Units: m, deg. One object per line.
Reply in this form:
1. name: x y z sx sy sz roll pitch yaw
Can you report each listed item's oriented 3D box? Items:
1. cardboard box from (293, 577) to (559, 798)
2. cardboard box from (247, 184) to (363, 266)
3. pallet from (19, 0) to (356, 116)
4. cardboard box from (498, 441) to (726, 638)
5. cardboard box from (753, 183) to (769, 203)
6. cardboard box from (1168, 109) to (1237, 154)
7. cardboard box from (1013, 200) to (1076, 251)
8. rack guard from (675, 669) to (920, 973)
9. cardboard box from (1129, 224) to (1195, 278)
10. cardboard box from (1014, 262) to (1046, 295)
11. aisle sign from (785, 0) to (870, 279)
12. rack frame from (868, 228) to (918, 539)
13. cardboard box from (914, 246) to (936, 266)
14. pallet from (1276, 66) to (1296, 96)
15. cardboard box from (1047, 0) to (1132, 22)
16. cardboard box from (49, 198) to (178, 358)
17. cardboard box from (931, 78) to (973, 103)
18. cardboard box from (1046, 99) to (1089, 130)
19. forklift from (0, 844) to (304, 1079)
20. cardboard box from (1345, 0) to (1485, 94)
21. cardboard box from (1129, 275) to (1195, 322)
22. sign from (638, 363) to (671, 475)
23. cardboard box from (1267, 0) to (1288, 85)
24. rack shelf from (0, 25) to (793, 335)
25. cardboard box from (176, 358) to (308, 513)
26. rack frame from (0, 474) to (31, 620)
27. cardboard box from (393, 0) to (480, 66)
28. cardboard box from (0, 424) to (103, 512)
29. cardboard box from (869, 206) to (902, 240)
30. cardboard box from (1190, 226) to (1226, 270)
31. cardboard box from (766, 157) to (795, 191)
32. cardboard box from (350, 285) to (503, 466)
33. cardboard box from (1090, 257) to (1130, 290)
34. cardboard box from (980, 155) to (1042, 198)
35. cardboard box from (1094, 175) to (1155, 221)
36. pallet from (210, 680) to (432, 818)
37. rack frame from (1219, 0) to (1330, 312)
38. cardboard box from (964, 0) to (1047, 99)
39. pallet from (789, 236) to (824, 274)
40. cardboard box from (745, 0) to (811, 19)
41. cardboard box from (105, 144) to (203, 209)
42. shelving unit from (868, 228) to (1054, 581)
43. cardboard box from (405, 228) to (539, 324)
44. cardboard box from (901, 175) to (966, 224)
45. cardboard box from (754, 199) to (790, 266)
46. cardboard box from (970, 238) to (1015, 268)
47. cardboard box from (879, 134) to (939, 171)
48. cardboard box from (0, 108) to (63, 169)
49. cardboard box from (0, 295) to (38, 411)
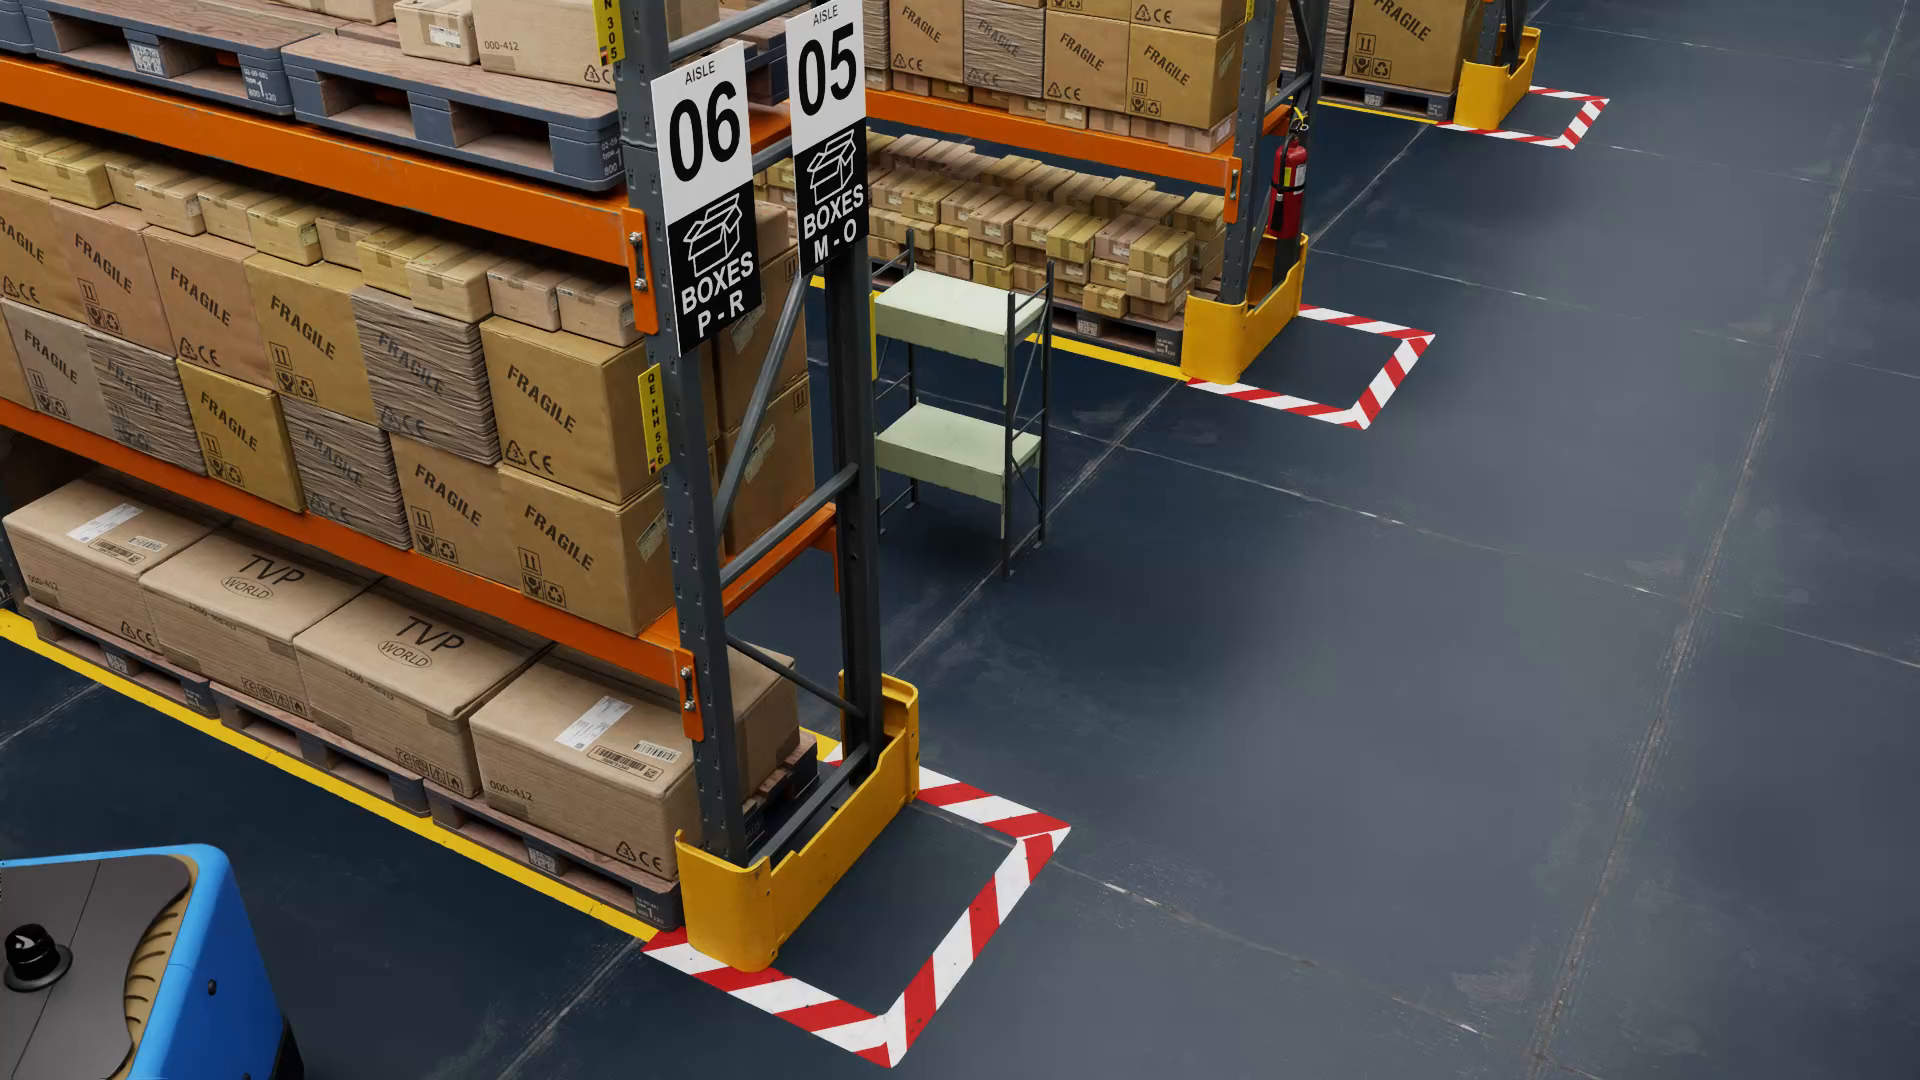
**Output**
1. cardboard box: -2.021 0.486 6.747 0.875 0.438 0.875 19 38 26
2. cardboard box: -2.145 -1.080 5.587 0.250 0.149 0.380 19 38 26
3. pallet: -2.312 -1.771 5.576 1.213 0.211 1.003 18 37 24
4. cardboard box: -1.149 -0.072 5.561 0.500 0.500 0.500 18 38 25
5. cardboard box: -1.284 -2.367 11.023 0.250 0.149 0.380 18 38 25
6. cardboard box: 1.346 -2.284 9.200 0.250 0.149 0.380 18 38 24
7. cardboard box: 0.513 -1.903 10.058 0.250 0.149 0.380 16 37 23
8. rack guard: -0.578 1.022 6.264 0.348 0.500 1.175 18 37 24
9. cardboard box: 1.184 -1.694 9.744 0.250 0.149 0.380 18 38 25
10. cardboard box: 0.528 -1.665 10.237 0.250 0.149 0.380 18 38 25
11. aisle sign: -0.393 -1.227 5.040 0.004 0.787 0.394 18 37 24
12. rack frame: -0.324 -0.727 7.988 0.023 1.500 0.400 18 37 24
13. cardboard box: -0.134 -1.896 10.584 0.250 0.149 0.380 19 38 26
14. pallet: 2.530 -4.151 14.294 1.213 0.211 1.003 18 37 24
15. cardboard box: 0.808 -3.162 9.031 0.500 0.500 0.500 16 37 23
16. cardboard box: -2.904 -1.047 6.124 0.500 0.500 0.500 18 38 25
17. cardboard box: 0.033 -2.746 9.893 0.250 0.149 0.380 18 38 25
18. cardboard box: 0.690 -2.491 9.511 0.250 0.149 0.380 19 38 26
19. forklift: -3.606 0.943 4.190 3.031 2.935 1.130 -4 34 -6
20. cardboard box: 3.723 -4.222 13.422 0.875 0.875 0.875 18 37 24
21. cardboard box: 1.209 -1.467 9.941 0.250 0.149 0.380 18 38 25
22. sign: -0.881 -0.348 4.808 0.005 0.325 0.100 18 37 24
23. cardboard box: 1.516 -2.857 9.475 0.500 0.500 0.500 19 38 27
24. rack shelf: -2.336 -1.524 5.775 4.000 0.370 1.077 18 37 24
25. cardboard box: -2.484 -0.490 6.189 0.500 0.500 0.500 19 38 26
26. rack frame: -4.072 -1.125 7.233 0.127 3.000 1.000 18 37 24
27. cardboard box: -1.438 -1.543 4.911 0.250 0.149 0.380 15 36 21
28. cardboard box: -4.650 -0.547 7.904 0.875 0.875 0.875 19 38 26
29. cardboard box: -0.406 -2.055 10.554 0.250 0.149 0.380 17 37 24
30. cardboard box: 1.442 -1.814 10.193 0.250 0.149 0.380 19 38 26
31. cardboard box: -1.054 -2.426 10.843 0.250 0.149 0.380 17 37 24
32. cardboard box: -1.604 -0.630 5.498 0.500 0.500 0.500 18 38 25
33. cardboard box: 0.969 -1.652 9.950 0.250 0.149 0.380 17 37 23
34. cardboard box: 0.330 -2.331 10.700 0.250 0.149 0.380 18 38 25
35. cardboard box: 1.029 -2.127 10.394 0.250 0.149 0.380 17 37 24
36. pallet: -2.387 0.617 7.132 1.213 0.211 1.003 18 37 24
37. rack frame: 1.769 -2.435 9.200 0.127 3.000 1.000 18 37 24
38. cardboard box: 0.362 -2.879 9.508 0.500 0.500 0.500 18 38 25
39. pallet: -1.103 -2.207 11.373 1.213 0.211 1.003 18 37 24
40. cardboard box: -0.966 -3.310 10.156 0.500 0.500 0.500 18 37 24
41. cardboard box: -2.793 -1.314 5.939 0.250 0.149 0.380 17 37 24
42. shelving unit: -0.006 -0.626 7.837 0.755 1.500 0.431 18 37 24
43. cardboard box: -1.508 -0.844 5.233 0.250 0.149 0.380 17 37 24
44. cardboard box: -0.163 -2.134 10.405 0.250 0.149 0.380 18 38 25
45. cardboard box: -0.770 -0.984 5.443 0.250 0.149 0.380 18 38 25
46. cardboard box: 0.261 -1.833 10.221 0.250 0.149 0.380 18 38 25
47. cardboard box: -0.337 -2.543 11.019 0.250 0.149 0.380 16 37 22
48. cardboard box: -3.453 -1.528 6.261 0.250 0.149 0.380 17 37 24
49. cardboard box: -3.795 -0.912 6.822 0.500 0.500 0.500 19 38 26
